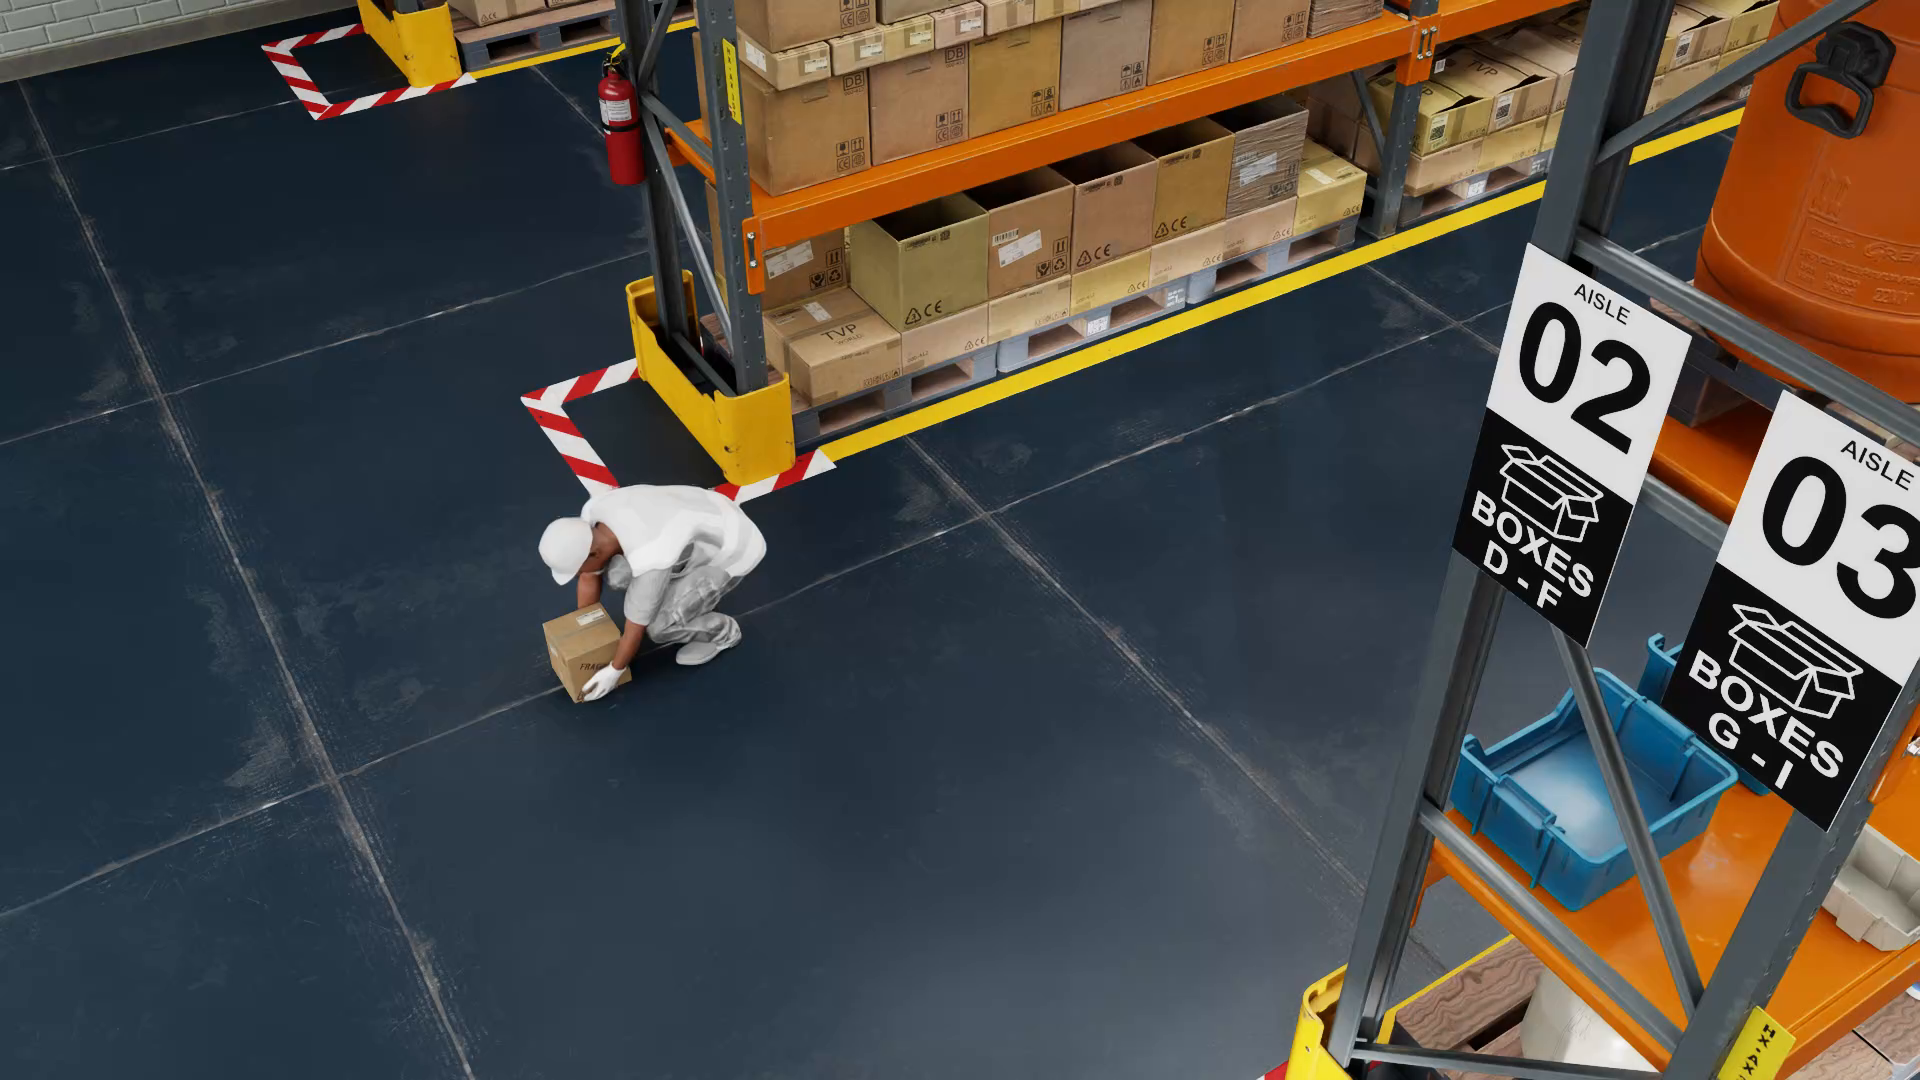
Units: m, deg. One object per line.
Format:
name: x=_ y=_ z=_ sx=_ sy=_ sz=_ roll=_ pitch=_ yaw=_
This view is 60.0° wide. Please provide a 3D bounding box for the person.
person: x=-1.223 y=0.129 z=6.719 sx=0.909 sy=0.883 sz=0.576 roll=-22 pitch=45 yaw=-24
